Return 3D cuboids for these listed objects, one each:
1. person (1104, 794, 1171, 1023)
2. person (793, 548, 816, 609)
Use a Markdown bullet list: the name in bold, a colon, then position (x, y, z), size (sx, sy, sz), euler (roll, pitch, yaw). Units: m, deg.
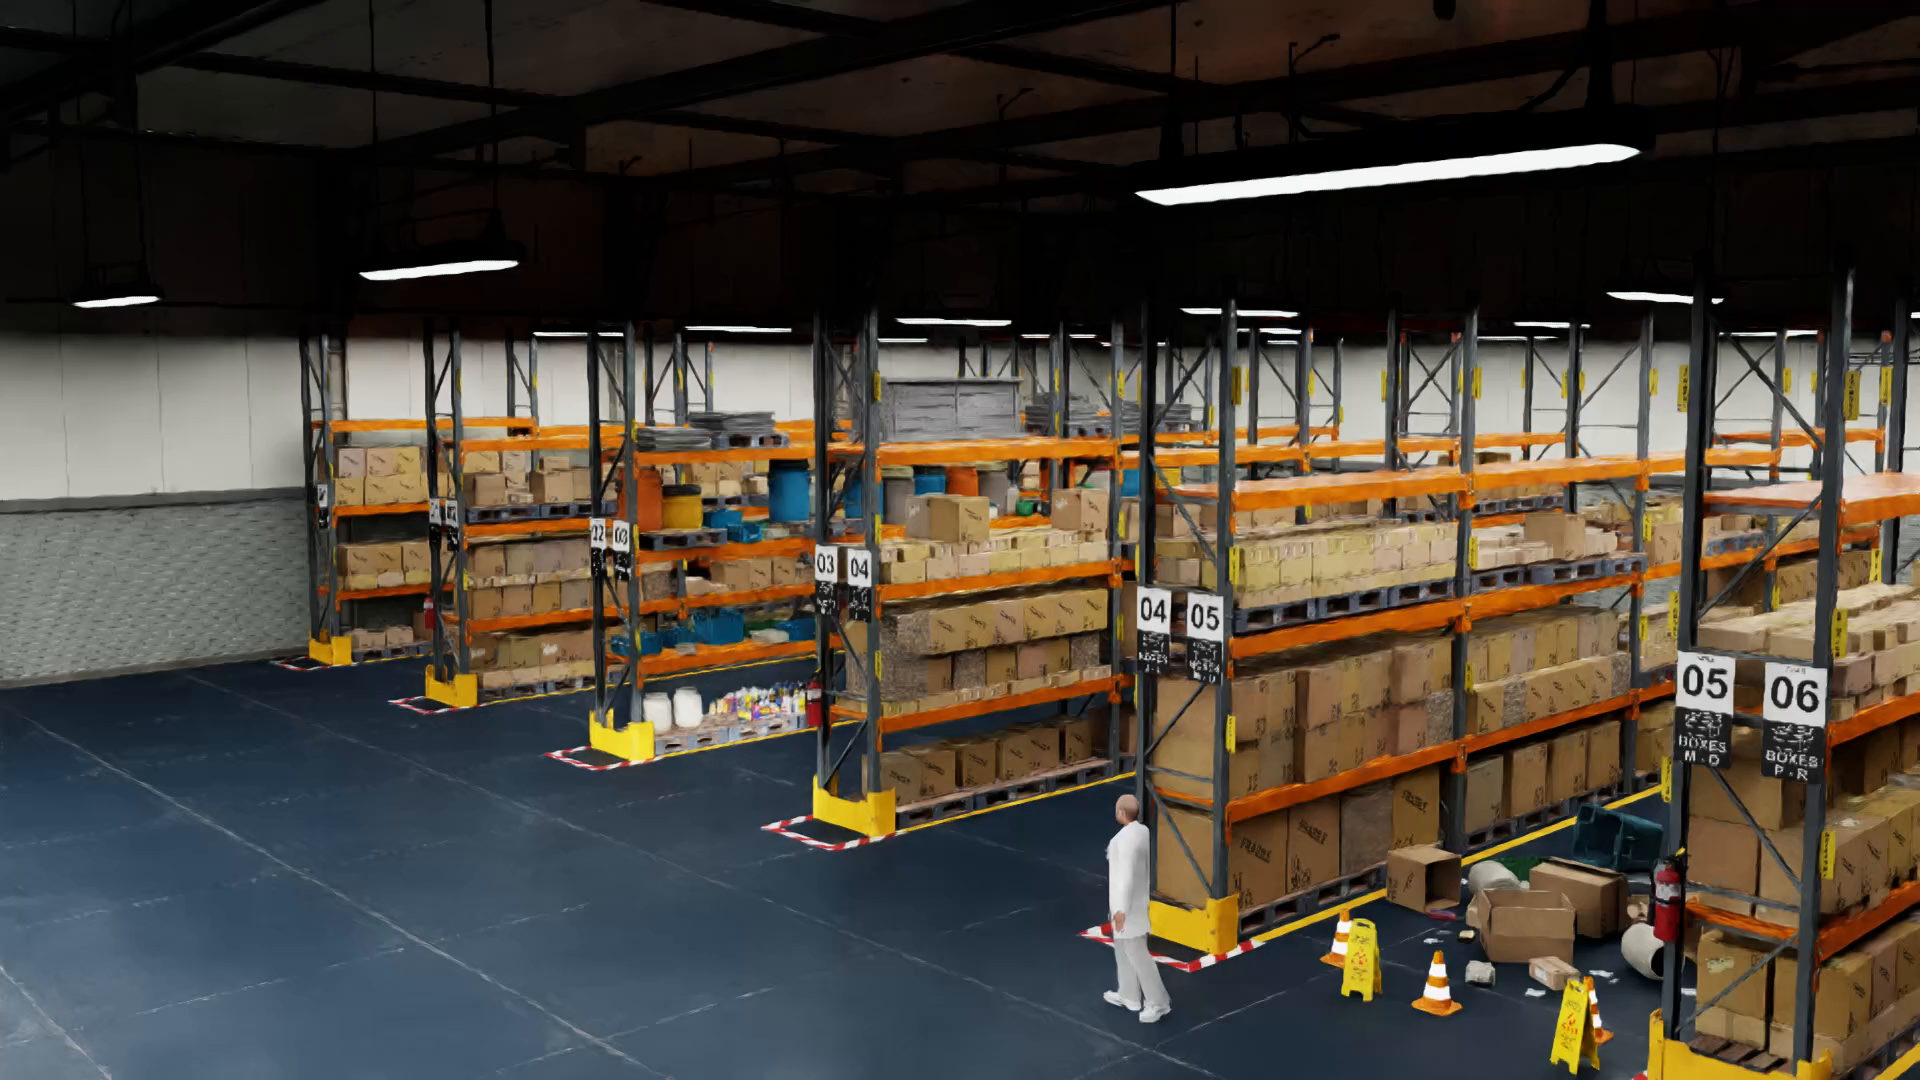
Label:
- **person**: position (1.428, 2.940, 13.422), size (0.595, 1.772, 0.693), euler (2, 6, 18)
- **person**: position (-3.158, 0.881, 34.210), size (1.029, 1.673, 0.555), euler (-6, 8, -44)
